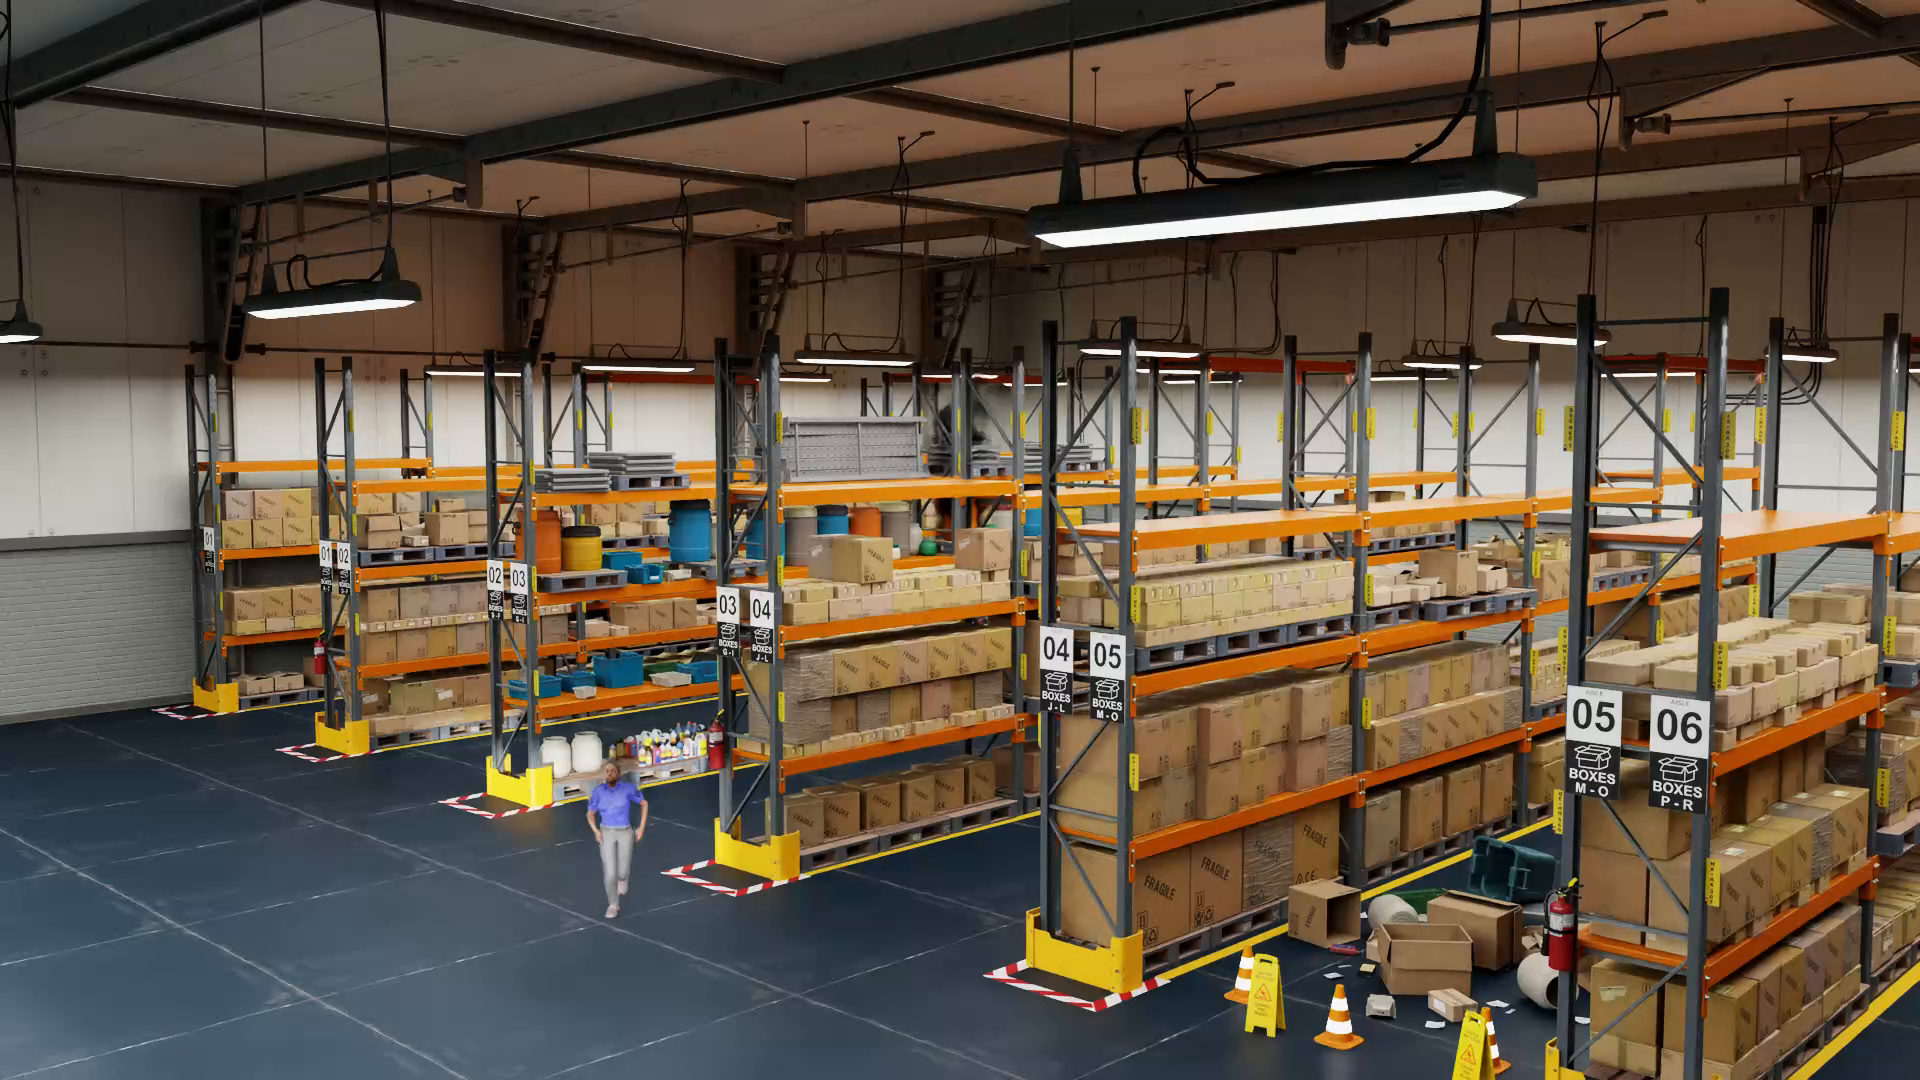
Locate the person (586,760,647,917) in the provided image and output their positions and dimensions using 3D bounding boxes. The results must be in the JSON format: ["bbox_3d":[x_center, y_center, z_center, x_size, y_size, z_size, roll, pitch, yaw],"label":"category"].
[{"bbox_3d":[-3.531,3.103,17.114,0.610,1.530,0.630,0,4,-5],"label":"person"}]

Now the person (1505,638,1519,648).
[{"bbox_3d":[8.397,2.341,25.354,0.987,1.715,0.662,-4,6,-44],"label":"person"}]
